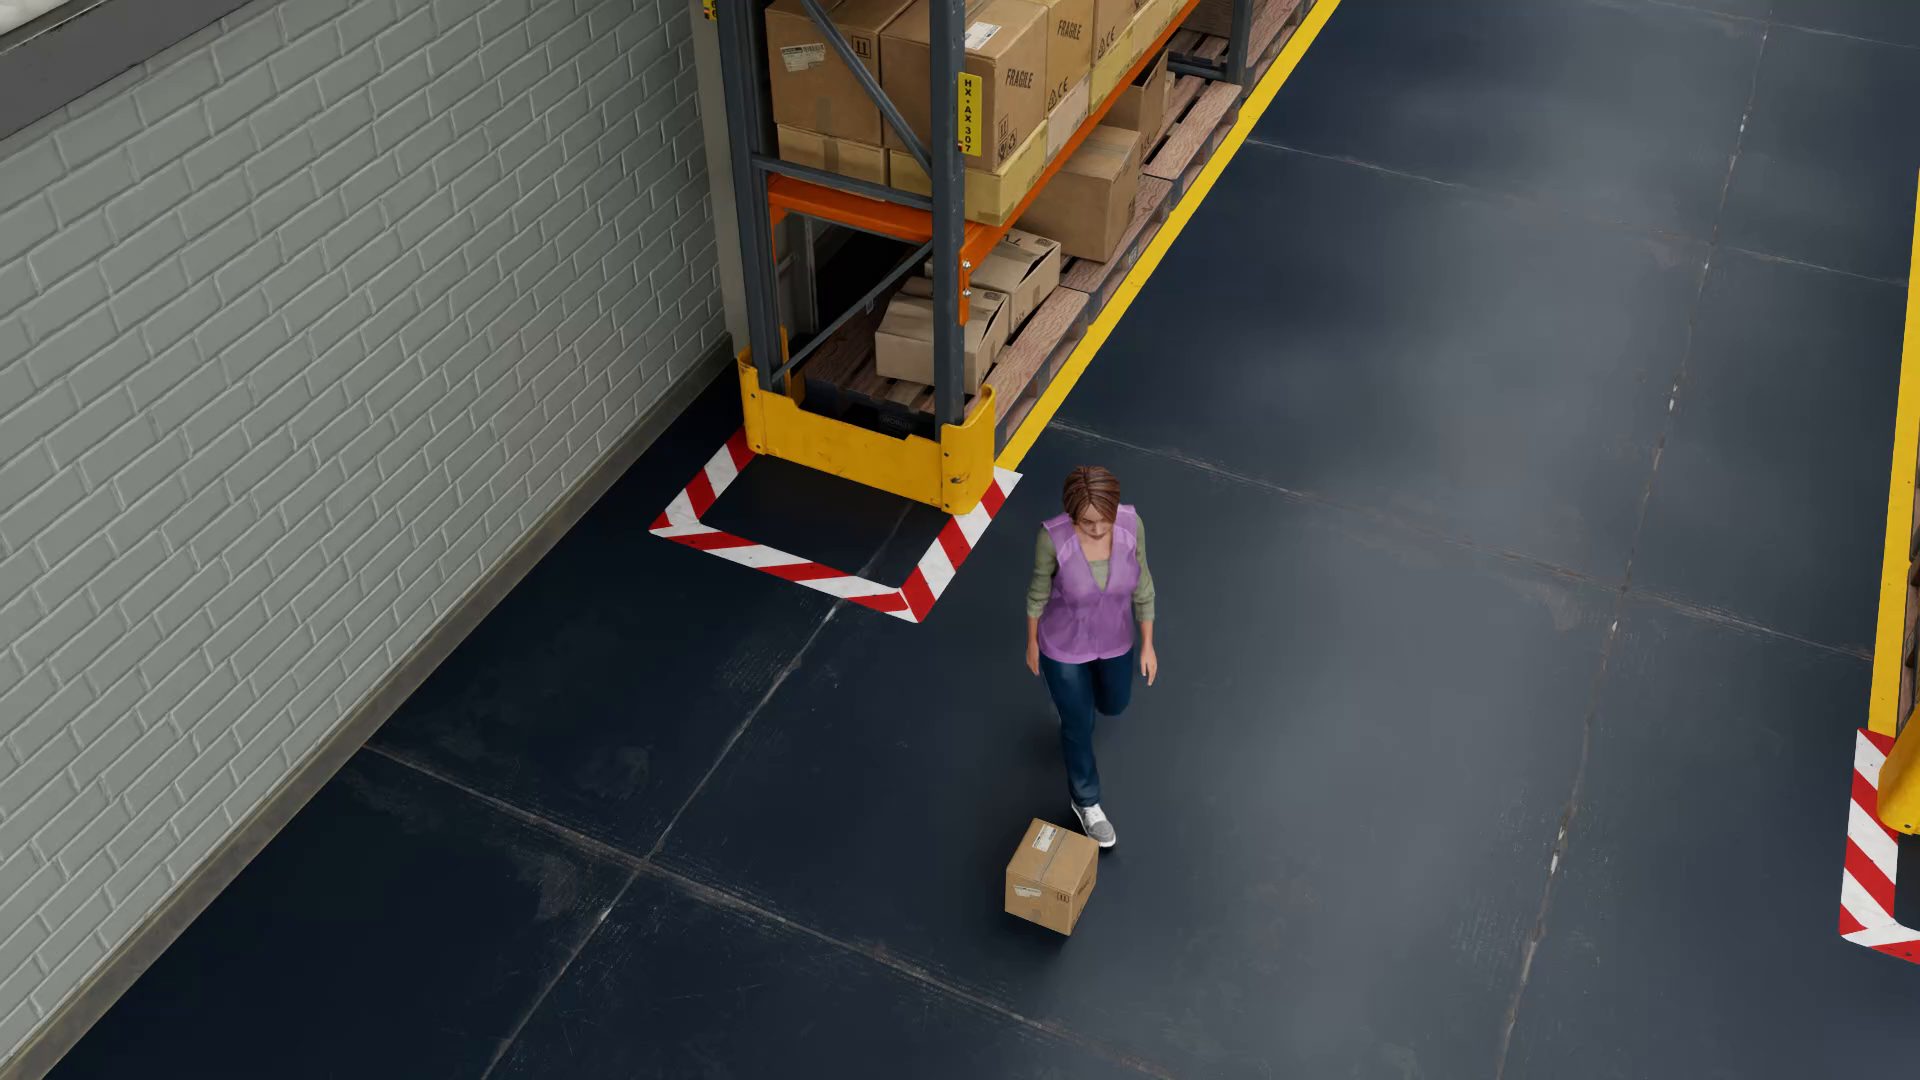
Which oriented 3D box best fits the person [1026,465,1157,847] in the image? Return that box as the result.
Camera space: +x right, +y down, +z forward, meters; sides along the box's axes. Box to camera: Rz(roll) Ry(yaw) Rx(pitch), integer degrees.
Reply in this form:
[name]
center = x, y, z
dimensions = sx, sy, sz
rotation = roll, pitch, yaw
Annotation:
[person]
center = 0.434, 0.324, 5.813
dimensions = 0.420, 1.583, 0.724
rotation = -13, 44, -14
